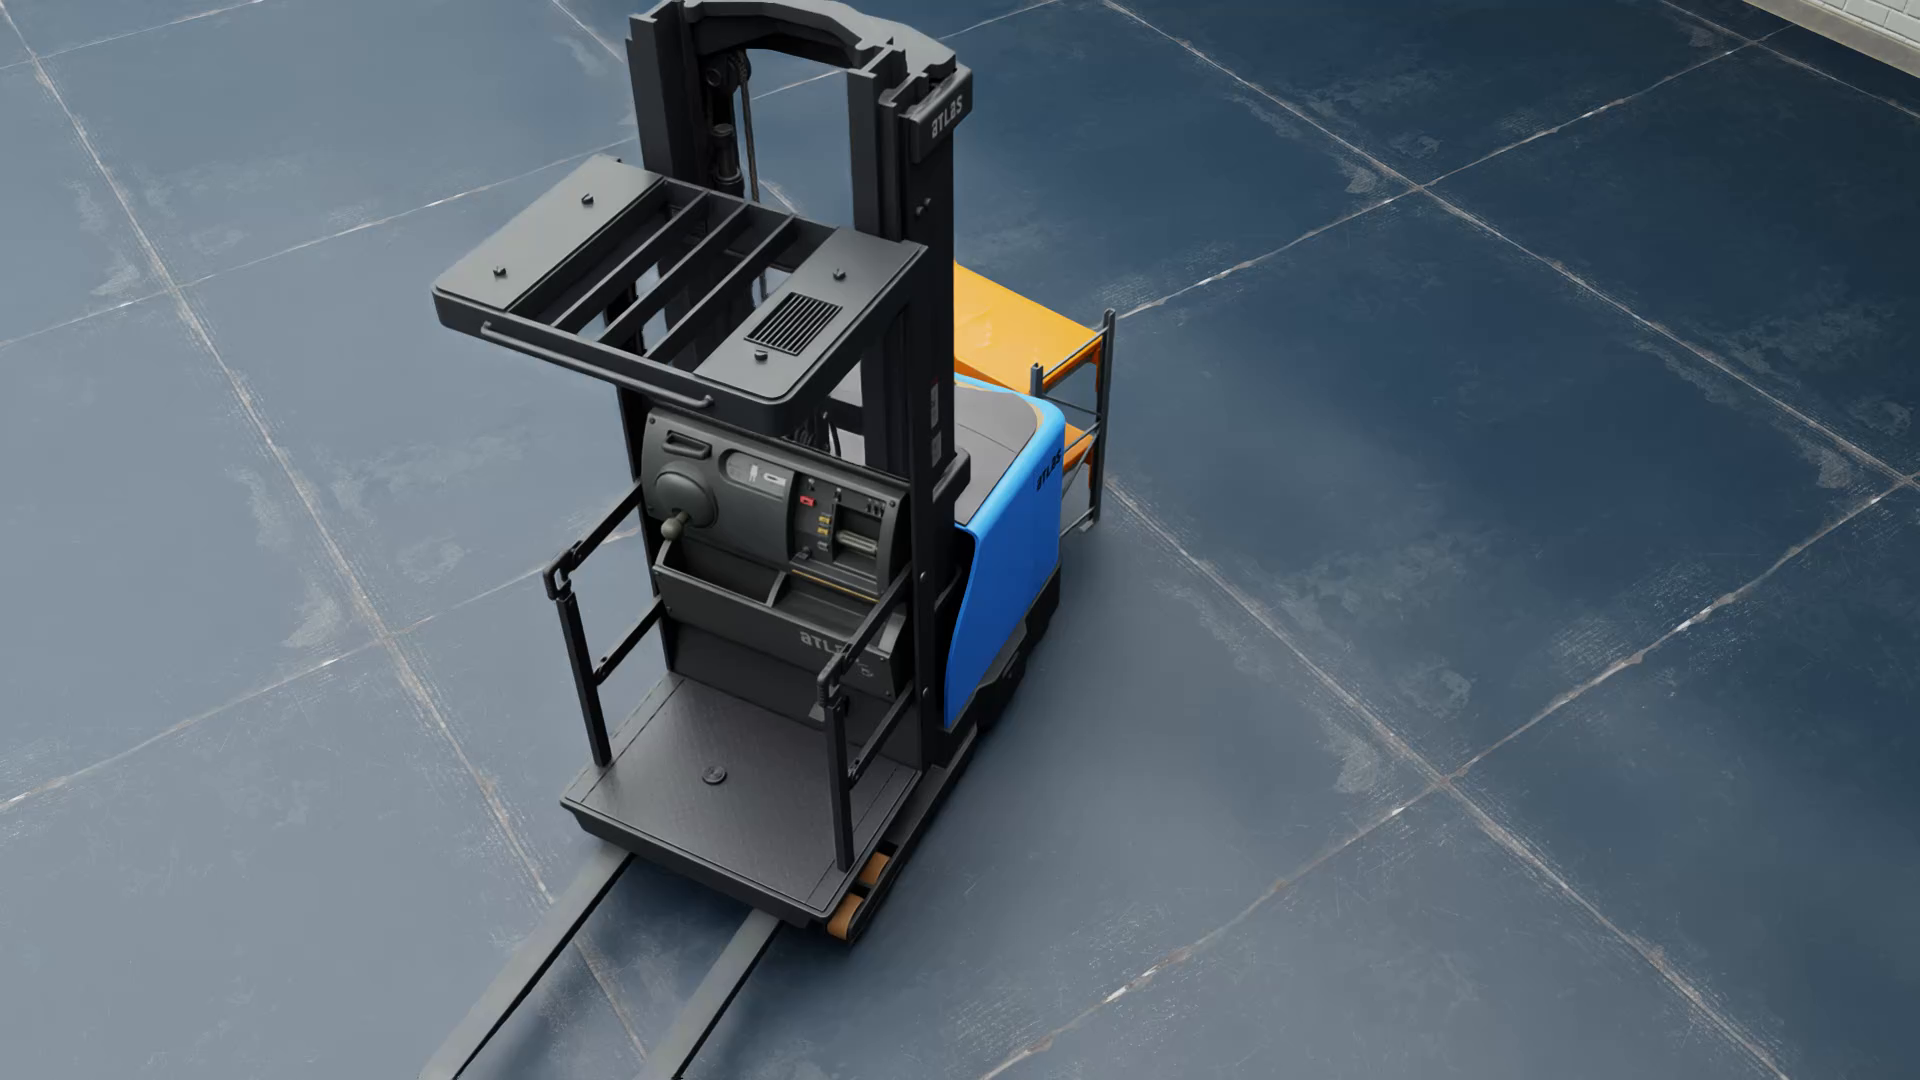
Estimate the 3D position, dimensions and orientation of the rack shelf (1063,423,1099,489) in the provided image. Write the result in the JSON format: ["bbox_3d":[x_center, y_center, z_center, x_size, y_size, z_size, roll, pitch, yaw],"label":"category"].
[{"bbox_3d":[0.057,-0.427,7.228,1.000,0.278,0.538,31,52,28],"label":"rack shelf"}]

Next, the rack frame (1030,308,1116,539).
[{"bbox_3d":[0.442,-0.375,6.819,0.032,1.125,0.500,31,52,28],"label":"rack frame"}]

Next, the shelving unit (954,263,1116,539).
[{"bbox_3d":[0.057,-0.604,7.059,1.048,1.125,0.538,31,52,28],"label":"shelving unit"}]

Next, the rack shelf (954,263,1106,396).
[{"bbox_3d":[0.057,-0.816,6.857,1.000,0.278,0.538,31,52,28],"label":"rack shelf"}]

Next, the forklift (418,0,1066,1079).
[{"bbox_3d":[-0.704,-0.025,5.145,1.130,2.935,3.031,19,47,19],"label":"forklift"}]
